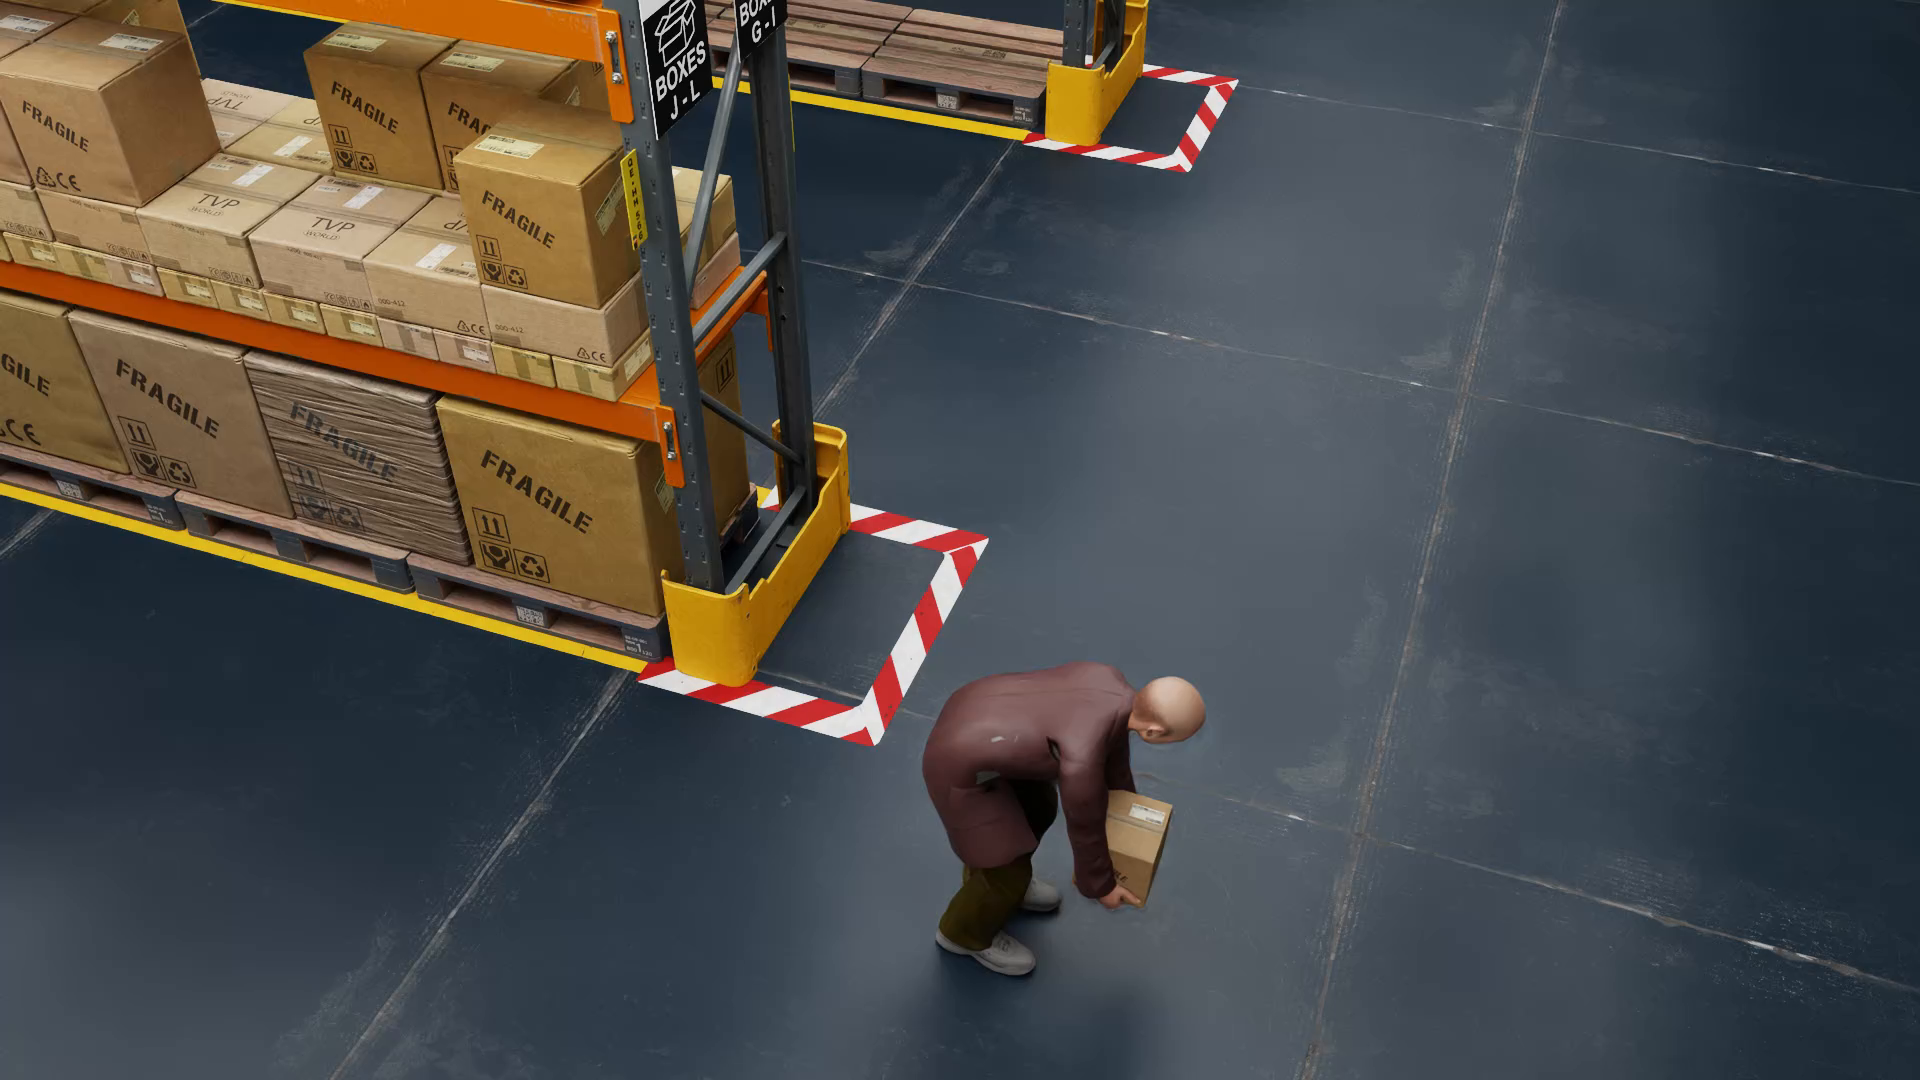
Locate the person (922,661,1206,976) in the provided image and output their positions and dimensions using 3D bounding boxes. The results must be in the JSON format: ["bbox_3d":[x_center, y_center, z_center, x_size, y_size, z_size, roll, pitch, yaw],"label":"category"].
[{"bbox_3d":[0.313,0.901,5.451,0.876,1.361,0.563,12,42,14],"label":"person"}]
